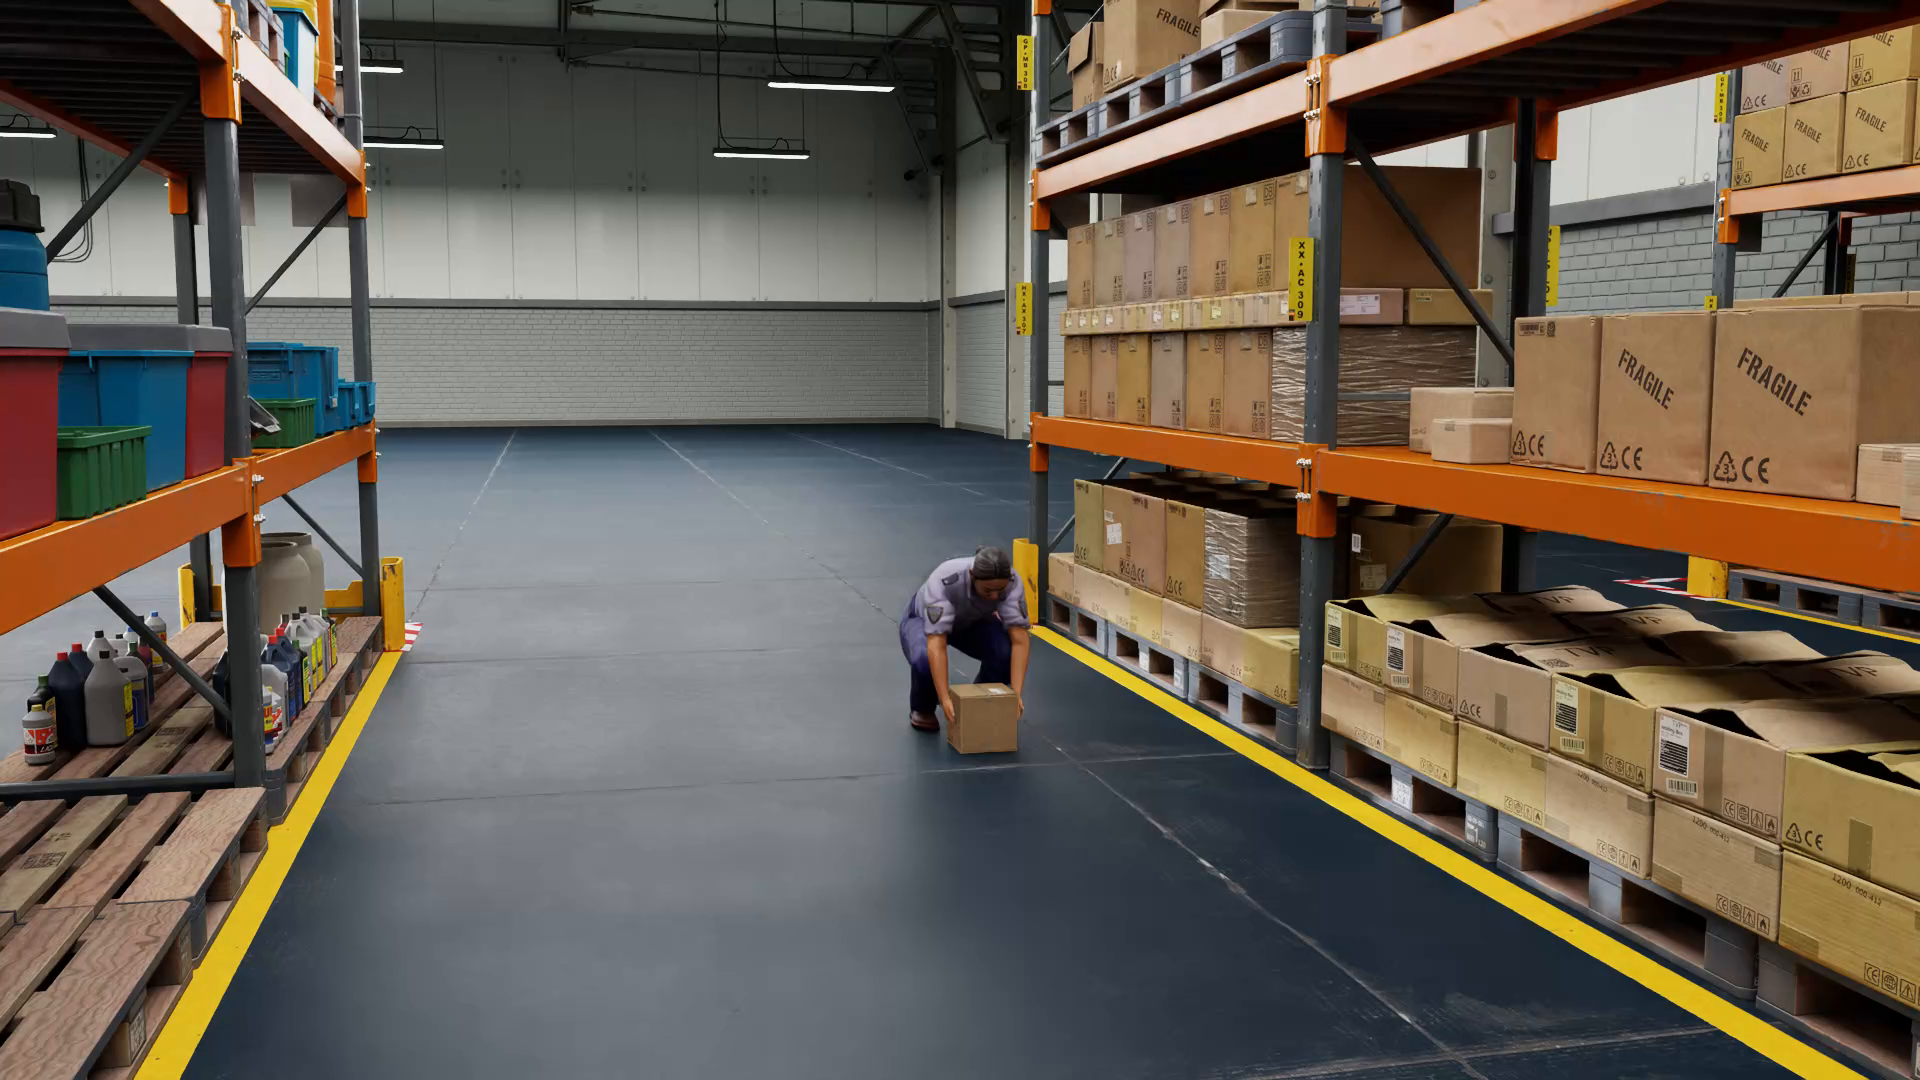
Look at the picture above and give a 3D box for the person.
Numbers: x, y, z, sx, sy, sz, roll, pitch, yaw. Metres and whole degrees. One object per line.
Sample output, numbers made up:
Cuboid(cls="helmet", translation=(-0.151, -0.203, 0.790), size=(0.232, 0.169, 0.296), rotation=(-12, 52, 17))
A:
Cuboid(cls="person", translation=(0.011, 0.526, 7.443), size=(0.500, 0.747, 0.870), rotation=(-2, 6, -15))
